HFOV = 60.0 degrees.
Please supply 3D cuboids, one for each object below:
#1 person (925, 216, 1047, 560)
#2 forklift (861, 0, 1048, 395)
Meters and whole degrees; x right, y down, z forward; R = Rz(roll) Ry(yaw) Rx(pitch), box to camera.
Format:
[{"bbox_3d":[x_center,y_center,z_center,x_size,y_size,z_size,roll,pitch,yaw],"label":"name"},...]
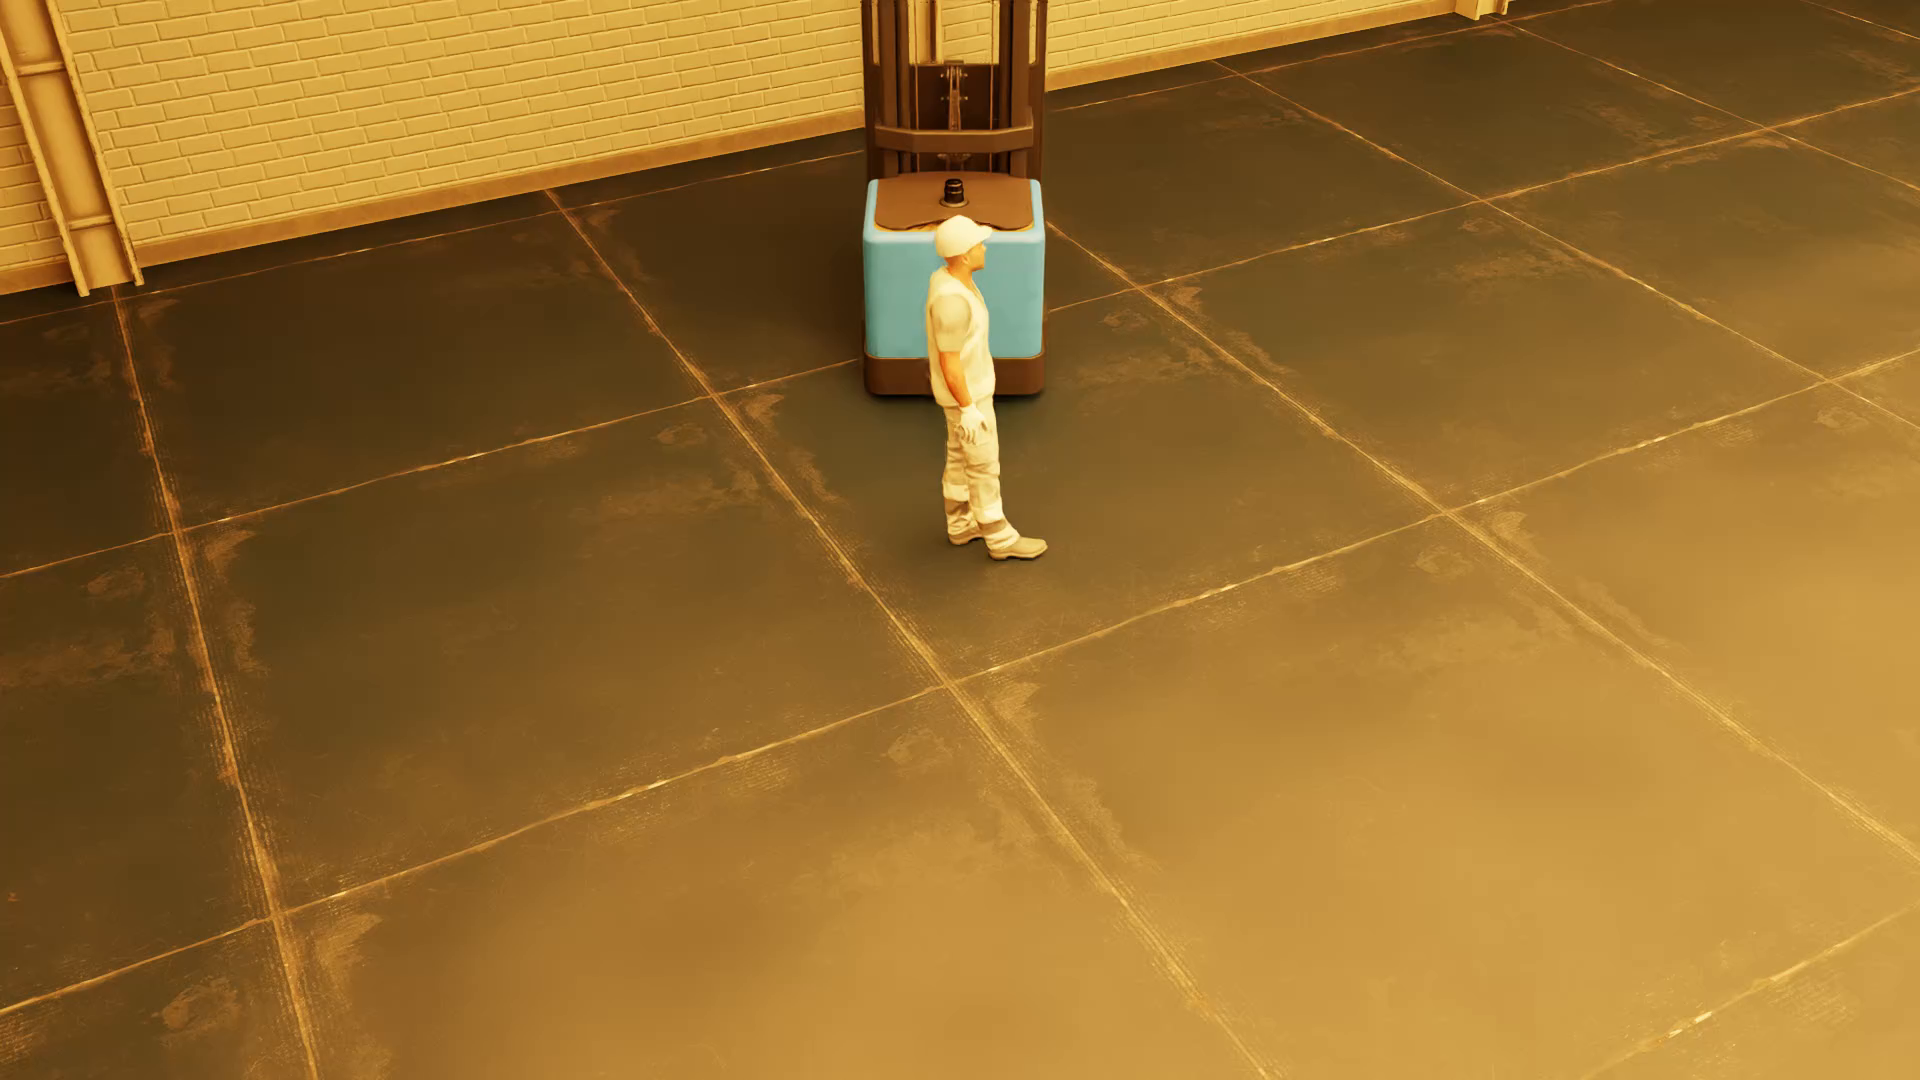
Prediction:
[{"bbox_3d":[0.140,-0.736,8.152,0.610,1.792,0.662,-1,35,-1],"label":"person"},{"bbox_3d":[-0.034,-2.864,10.174,1.130,2.935,3.031,0,35,0],"label":"forklift"}]
